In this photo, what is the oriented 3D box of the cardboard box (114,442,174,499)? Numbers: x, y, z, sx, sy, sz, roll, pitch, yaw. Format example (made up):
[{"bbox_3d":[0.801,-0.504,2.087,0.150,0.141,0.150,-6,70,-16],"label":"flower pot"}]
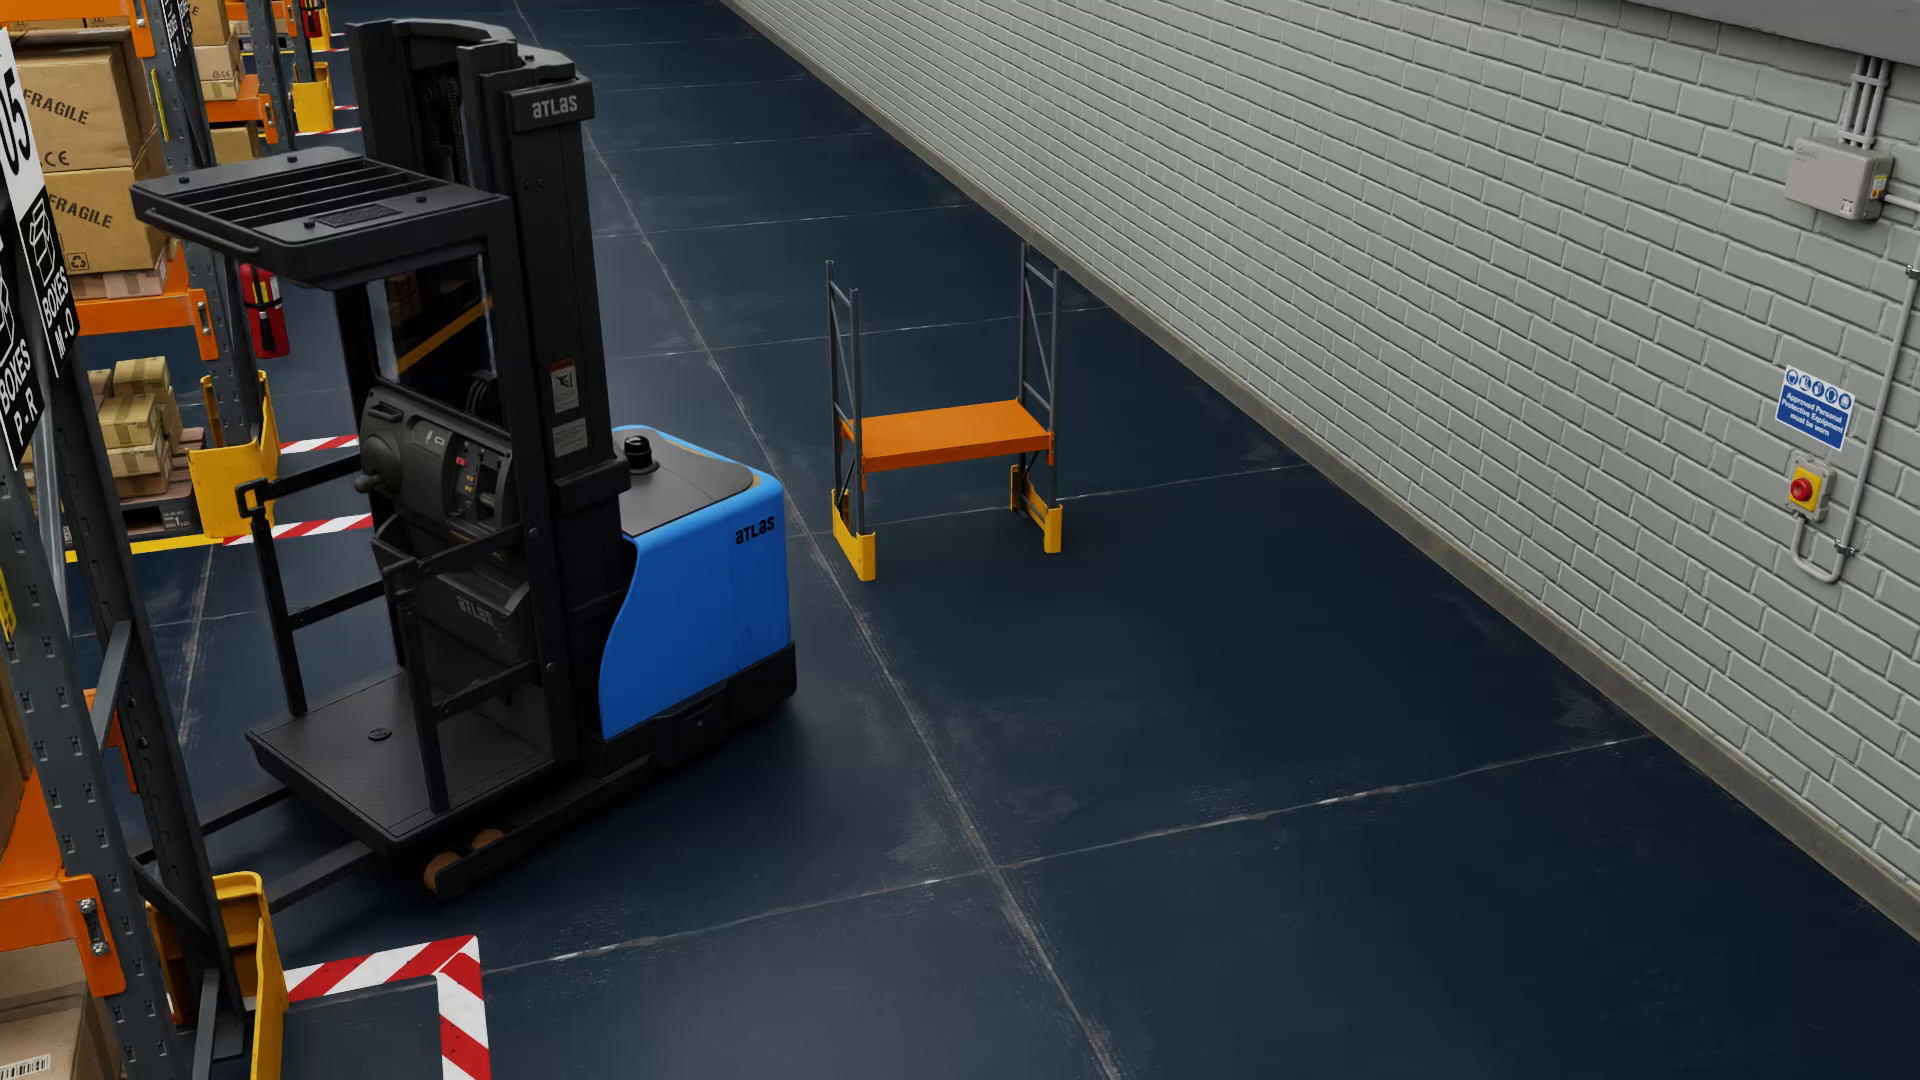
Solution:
[{"bbox_3d":[-4.360,-0.375,8.865,0.250,0.149,0.380,-8,27,-15],"label":"cardboard box"}]

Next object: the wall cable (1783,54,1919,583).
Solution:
[{"bbox_3d":[3.059,-0.800,5.811,0.123,1.953,0.585,-8,28,-16],"label":"wall cable"}]

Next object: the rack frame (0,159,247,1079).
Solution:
[{"bbox_3d":[-2.295,0.455,4.460,0.127,3.000,1.000,-8,28,-16],"label":"rack frame"}]

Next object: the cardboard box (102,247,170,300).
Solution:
[{"bbox_3d":[-4.147,-1.347,8.373,0.250,0.149,0.380,-8,28,-16],"label":"cardboard box"}]

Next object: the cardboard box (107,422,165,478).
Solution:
[{"bbox_3d":[-4.338,-0.475,8.733,0.250,0.149,0.380,-9,28,-17],"label":"cardboard box"}]

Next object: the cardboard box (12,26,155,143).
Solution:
[{"bbox_3d":[-4.433,-2.300,8.439,0.500,0.500,0.500,-8,28,-16],"label":"cardboard box"}]

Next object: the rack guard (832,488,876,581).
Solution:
[{"bbox_3d":[-0.546,-0.033,8.535,0.087,0.250,0.587,-8,28,-16],"label":"rack guard"}]

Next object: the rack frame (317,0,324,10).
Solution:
[{"bbox_3d":[-8.428,-7.924,21.338,0.127,3.000,1.000,-8,28,-16],"label":"rack frame"}]

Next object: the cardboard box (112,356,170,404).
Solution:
[{"bbox_3d":[-4.528,-0.873,9.200,0.250,0.149,0.380,-10,28,-18],"label":"cardboard box"}]

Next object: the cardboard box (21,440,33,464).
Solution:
[{"bbox_3d":[-4.813,-0.522,8.493,0.250,0.149,0.380,-9,28,-17],"label":"cardboard box"}]

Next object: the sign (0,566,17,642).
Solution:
[{"bbox_3d":[-2.141,0.062,3.684,0.005,0.325,0.100,-8,28,-16],"label":"sign"}]

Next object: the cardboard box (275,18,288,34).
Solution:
[{"bbox_3d":[-8.869,-6.823,21.436,0.500,0.500,0.500,-8,28,-16],"label":"cardboard box"}]

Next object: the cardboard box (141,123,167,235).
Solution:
[{"bbox_3d":[-4.437,-1.857,8.670,0.500,0.500,0.500,-7,27,-14],"label":"cardboard box"}]

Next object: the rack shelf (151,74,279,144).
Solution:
[{"bbox_3d":[-7.266,-3.137,12.505,4.000,0.370,1.077,-8,28,-16],"label":"rack shelf"}]

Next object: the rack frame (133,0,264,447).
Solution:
[{"bbox_3d":[-3.924,-1.624,8.648,0.127,3.000,1.000,-8,28,-16],"label":"rack frame"}]

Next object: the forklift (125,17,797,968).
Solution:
[{"bbox_3d":[-2.065,-0.252,5.961,1.130,2.935,3.031,21,33,36],"label":"forklift"}]

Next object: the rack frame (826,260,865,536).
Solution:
[{"bbox_3d":[-0.564,-0.590,8.252,0.032,1.500,0.500,-8,28,-16],"label":"rack frame"}]

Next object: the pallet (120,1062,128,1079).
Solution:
[{"bbox_3d":[-3.031,1.847,4.792,1.213,0.211,1.003,-8,28,-16],"label":"pallet"}]

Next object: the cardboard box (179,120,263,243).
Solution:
[{"bbox_3d":[-5.948,-2.850,13.034,0.875,0.875,0.875,-8,28,-16],"label":"cardboard box"}]

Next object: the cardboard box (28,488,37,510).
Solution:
[{"bbox_3d":[-4.851,-0.296,8.707,0.250,0.149,0.380,-8,28,-16],"label":"cardboard box"}]

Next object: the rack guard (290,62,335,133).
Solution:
[{"bbox_3d":[-6.879,-4.718,17.692,0.348,0.500,1.175,-8,28,-16],"label":"rack guard"}]

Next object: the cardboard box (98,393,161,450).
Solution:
[{"bbox_3d":[-4.349,-0.622,8.694,0.250,0.149,0.380,-8,27,-16],"label":"cardboard box"}]

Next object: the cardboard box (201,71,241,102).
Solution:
[{"bbox_3d":[-5.601,-3.434,12.577,0.250,0.149,0.380,-8,27,-15],"label":"cardboard box"}]

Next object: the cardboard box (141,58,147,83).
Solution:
[{"bbox_3d":[-6.225,-3.553,12.367,0.500,0.250,0.500,-9,28,-17],"label":"cardboard box"}]

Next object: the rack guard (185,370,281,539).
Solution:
[{"bbox_3d":[-3.997,-0.494,9.183,0.348,0.500,1.175,-8,28,-16],"label":"rack guard"}]

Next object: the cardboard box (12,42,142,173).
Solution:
[{"bbox_3d":[-4.282,-2.082,7.998,0.500,0.500,0.500,-9,28,-17],"label":"cardboard box"}]

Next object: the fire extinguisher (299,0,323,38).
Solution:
[{"bbox_3d":[-6.614,-5.456,16.873,0.183,0.674,0.296,-8,28,-16],"label":"fire extinguisher"}]

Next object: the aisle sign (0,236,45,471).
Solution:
[{"bbox_3d":[-2.131,-0.588,3.638,0.004,0.787,0.394,-8,28,-16],"label":"aisle sign"}]

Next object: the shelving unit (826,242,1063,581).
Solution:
[{"bbox_3d":[-0.073,-0.661,8.395,1.083,1.500,0.587,-8,28,-16],"label":"shelving unit"}]

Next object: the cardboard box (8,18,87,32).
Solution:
[{"bbox_3d":[-6.870,-4.042,12.510,0.500,0.500,0.500,-9,28,-17],"label":"cardboard box"}]

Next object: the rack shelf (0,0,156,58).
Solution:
[{"bbox_3d":[-5.826,-2.370,7.586,4.000,0.370,1.077,-8,28,-16],"label":"rack shelf"}]

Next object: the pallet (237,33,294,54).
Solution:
[{"bbox_3d":[-9.258,-6.554,21.715,1.213,0.211,1.003,-8,28,-16],"label":"pallet"}]

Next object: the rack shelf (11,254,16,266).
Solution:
[{"bbox_3d":[-4.197,-0.291,3.398,4.000,0.370,1.077,-8,28,-16],"label":"rack shelf"}]

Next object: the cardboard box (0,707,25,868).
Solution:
[{"bbox_3d":[-2.672,0.589,4.079,0.500,0.500,0.500,-8,28,-16],"label":"cardboard box"}]

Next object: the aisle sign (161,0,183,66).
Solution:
[{"bbox_3d":[-3.762,-2.672,7.835,0.004,0.787,0.394,-8,28,-16],"label":"aisle sign"}]

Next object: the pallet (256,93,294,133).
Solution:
[{"bbox_3d":[-7.694,-4.483,17.543,1.213,0.211,1.003,-8,28,-16],"label":"pallet"}]

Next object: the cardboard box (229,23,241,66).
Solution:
[{"bbox_3d":[-5.904,-3.849,12.964,0.500,0.250,0.500,-9,28,-17],"label":"cardboard box"}]
